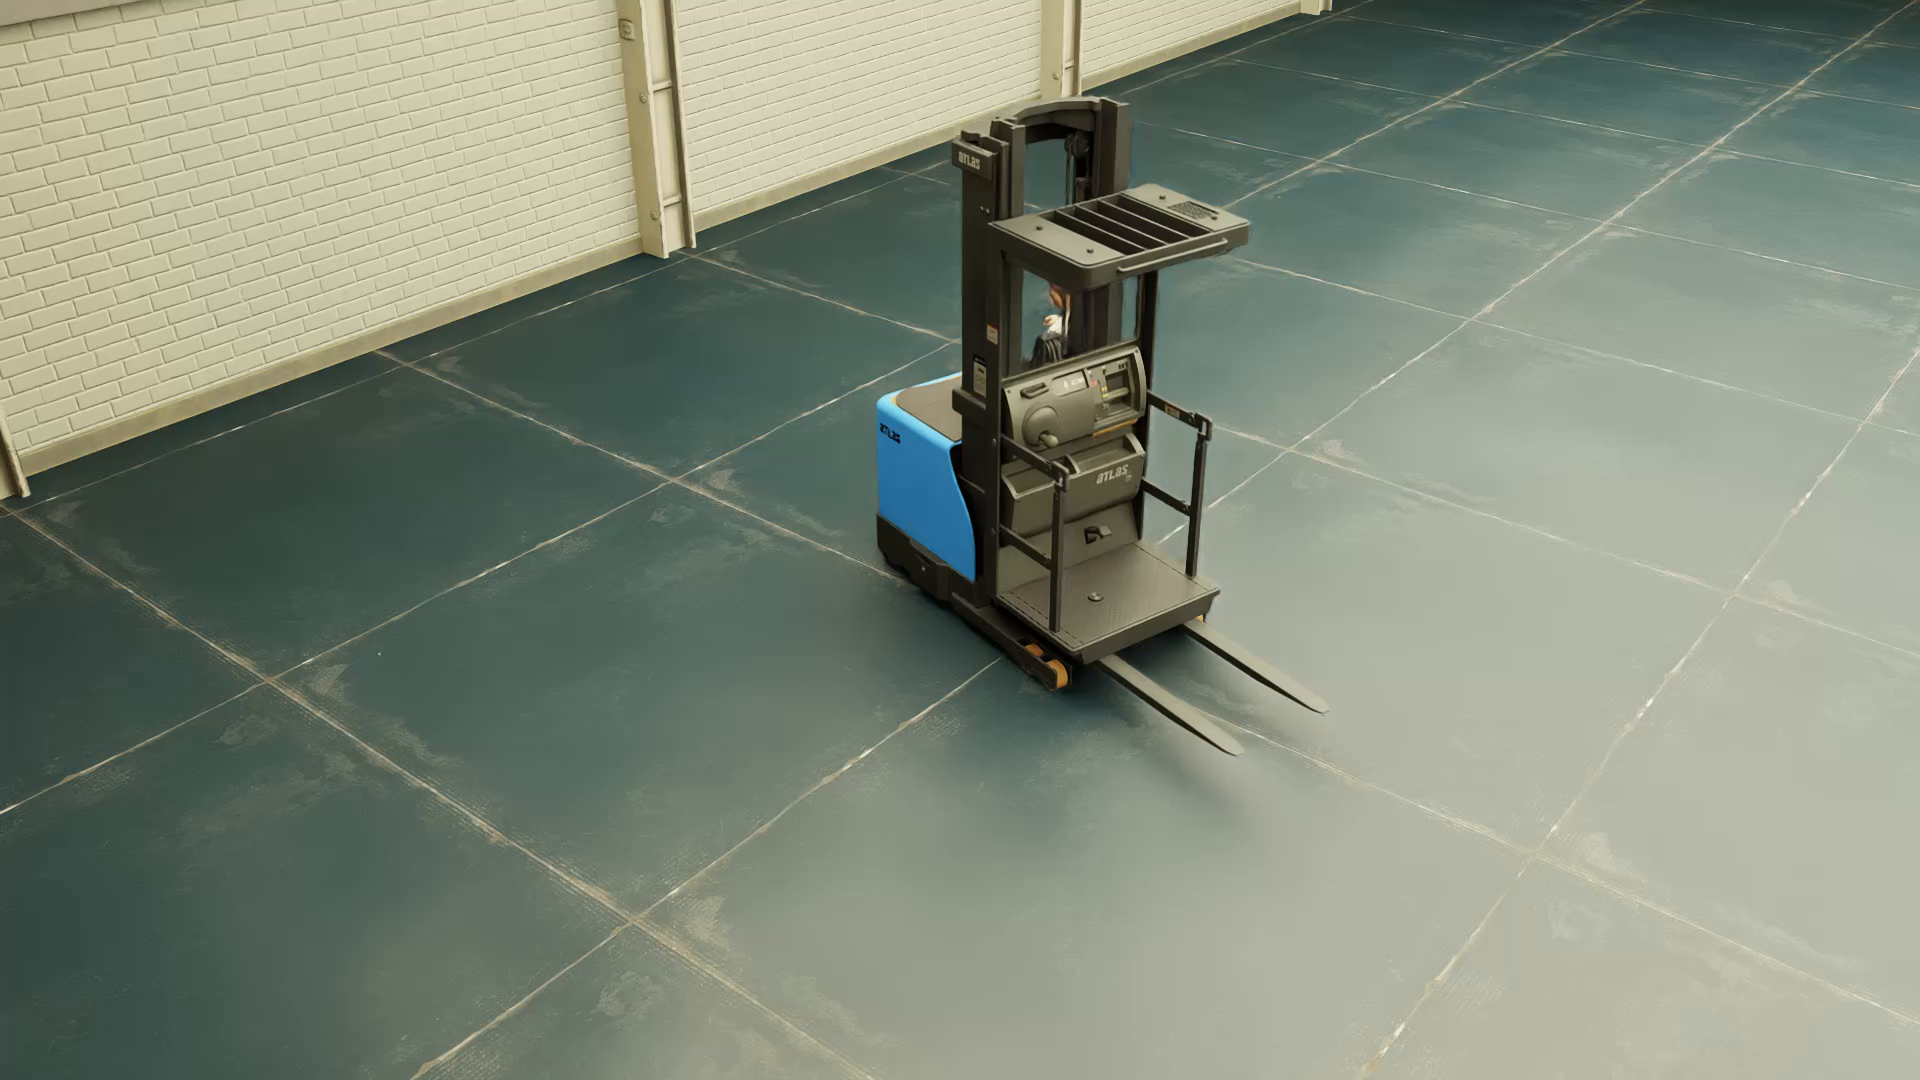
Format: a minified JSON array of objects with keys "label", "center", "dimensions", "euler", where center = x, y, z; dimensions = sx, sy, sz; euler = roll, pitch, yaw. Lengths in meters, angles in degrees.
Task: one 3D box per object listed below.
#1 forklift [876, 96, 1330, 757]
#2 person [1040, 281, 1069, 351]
[{"label":"forklift","center":[0.755,-0.722,8.831],"dimensions":[1.130,2.935,3.031],"euler":[-20,36,-30]},{"label":"person","center":[0.704,-1.099,11.027],"dimensions":[0.608,1.446,0.919],"euler":[10,32,16]}]
